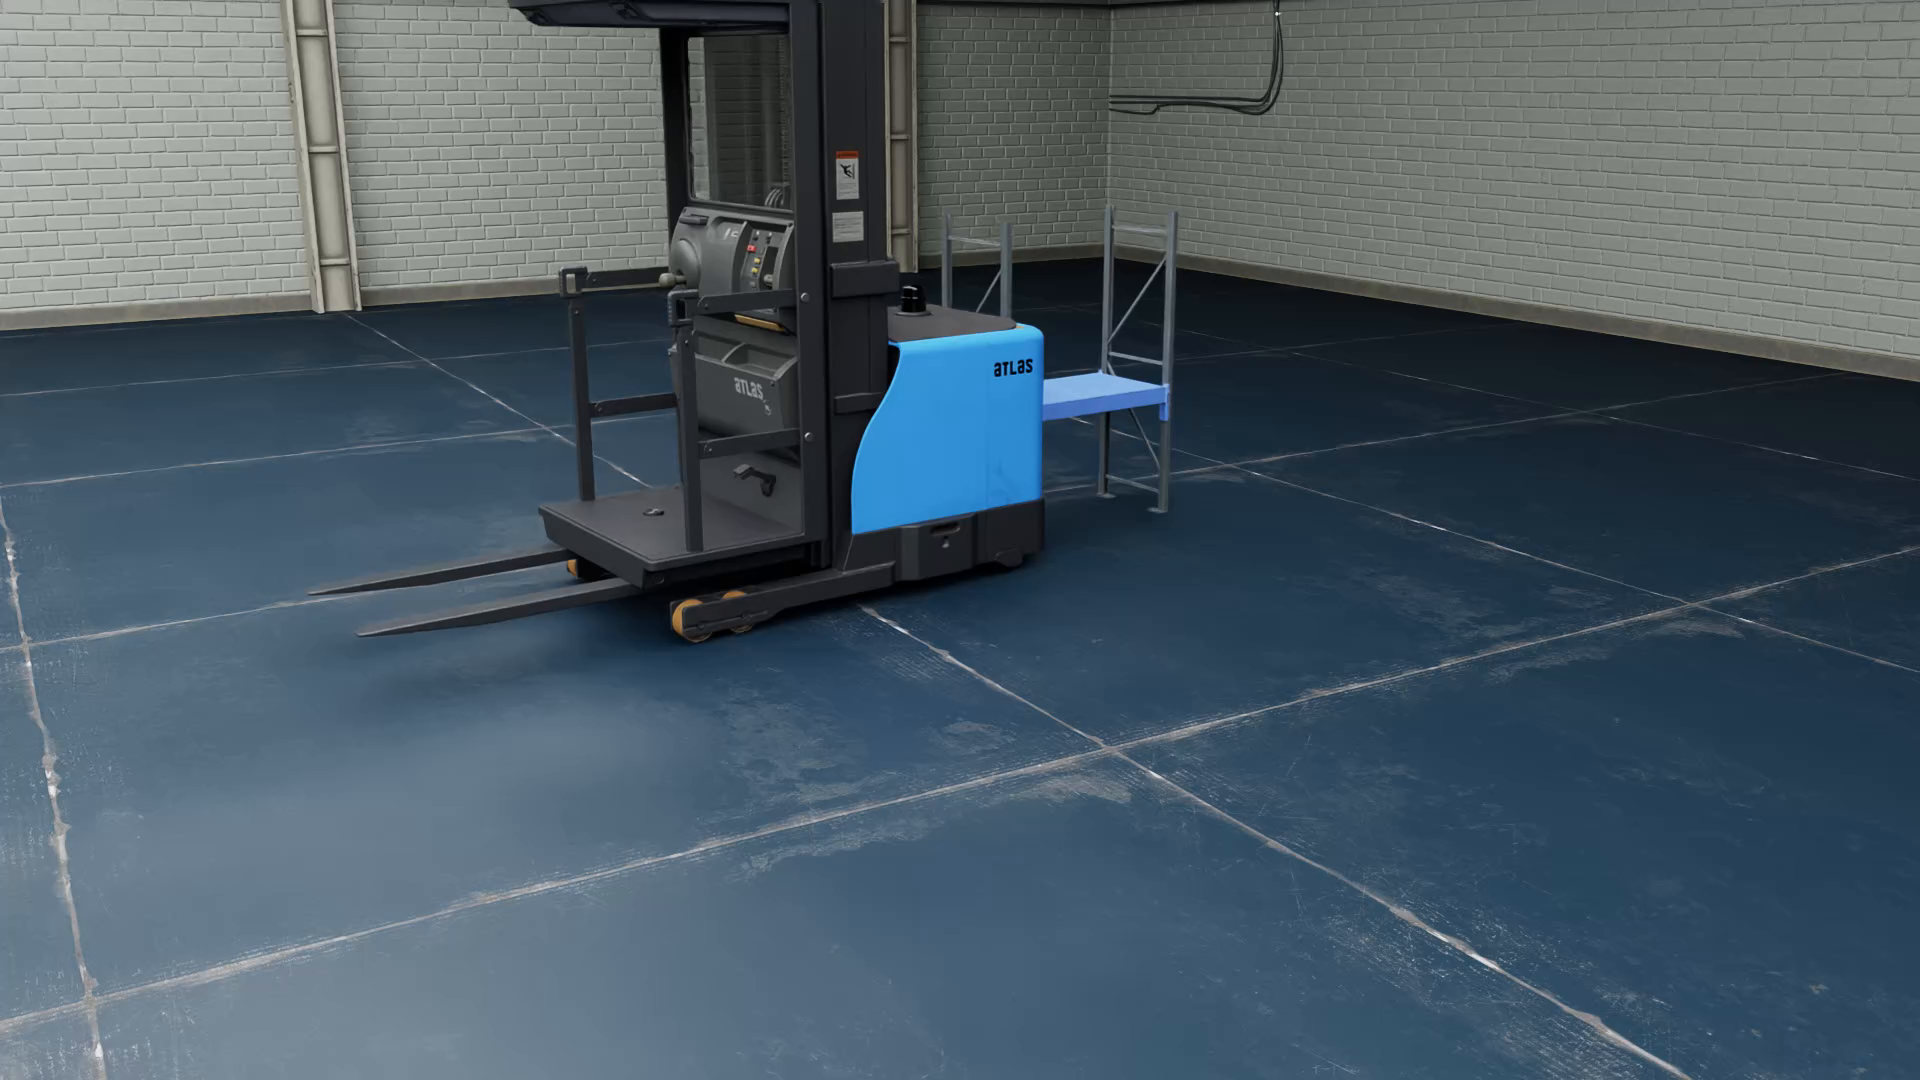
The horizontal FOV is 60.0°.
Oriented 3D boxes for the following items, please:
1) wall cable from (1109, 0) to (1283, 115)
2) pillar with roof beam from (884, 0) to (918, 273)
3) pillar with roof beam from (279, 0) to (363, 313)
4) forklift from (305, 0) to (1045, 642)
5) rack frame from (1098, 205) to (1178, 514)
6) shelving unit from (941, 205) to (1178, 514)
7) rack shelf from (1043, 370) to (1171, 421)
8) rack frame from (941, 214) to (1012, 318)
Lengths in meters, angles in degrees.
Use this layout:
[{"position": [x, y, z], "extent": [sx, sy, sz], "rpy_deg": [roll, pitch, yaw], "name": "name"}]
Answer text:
[{"position": [2.496, -5.940, 18.180], "extent": [0.112, 2.526, 3.097], "rpy_deg": [-9, 18, -30], "name": "wall cable"}, {"position": [1.506, -6.335, 13.838], "extent": [0.400, 9.000, 9.100], "rpy_deg": [-9, 18, -30], "name": "pillar with roof beam"}, {"position": [-3.637, -5.501, 10.863], "extent": [0.400, 9.000, 9.100], "rpy_deg": [-9, 18, -30], "name": "pillar with roof beam"}, {"position": [-1.106, -1.173, 6.665], "extent": [3.031, 2.935, 1.130], "rpy_deg": [-11, 19, -35], "name": "forklift"}, {"position": [0.891, -0.912, 8.385], "extent": [0.032, 1.500, 0.500], "rpy_deg": [-11, 19, -35], "name": "rack frame"}, {"position": [0.482, -0.831, 8.095], "extent": [1.048, 1.500, 0.538], "rpy_deg": [-11, 19, -35], "name": "shelving unit"}, {"position": [0.482, -0.658, 8.143], "extent": [1.000, 0.185, 0.538], "rpy_deg": [-11, 19, -35], "name": "rack shelf"}, {"position": [0.072, -0.749, 7.804], "extent": [0.032, 1.500, 0.500], "rpy_deg": [-11, 19, -35], "name": "rack frame"}]
